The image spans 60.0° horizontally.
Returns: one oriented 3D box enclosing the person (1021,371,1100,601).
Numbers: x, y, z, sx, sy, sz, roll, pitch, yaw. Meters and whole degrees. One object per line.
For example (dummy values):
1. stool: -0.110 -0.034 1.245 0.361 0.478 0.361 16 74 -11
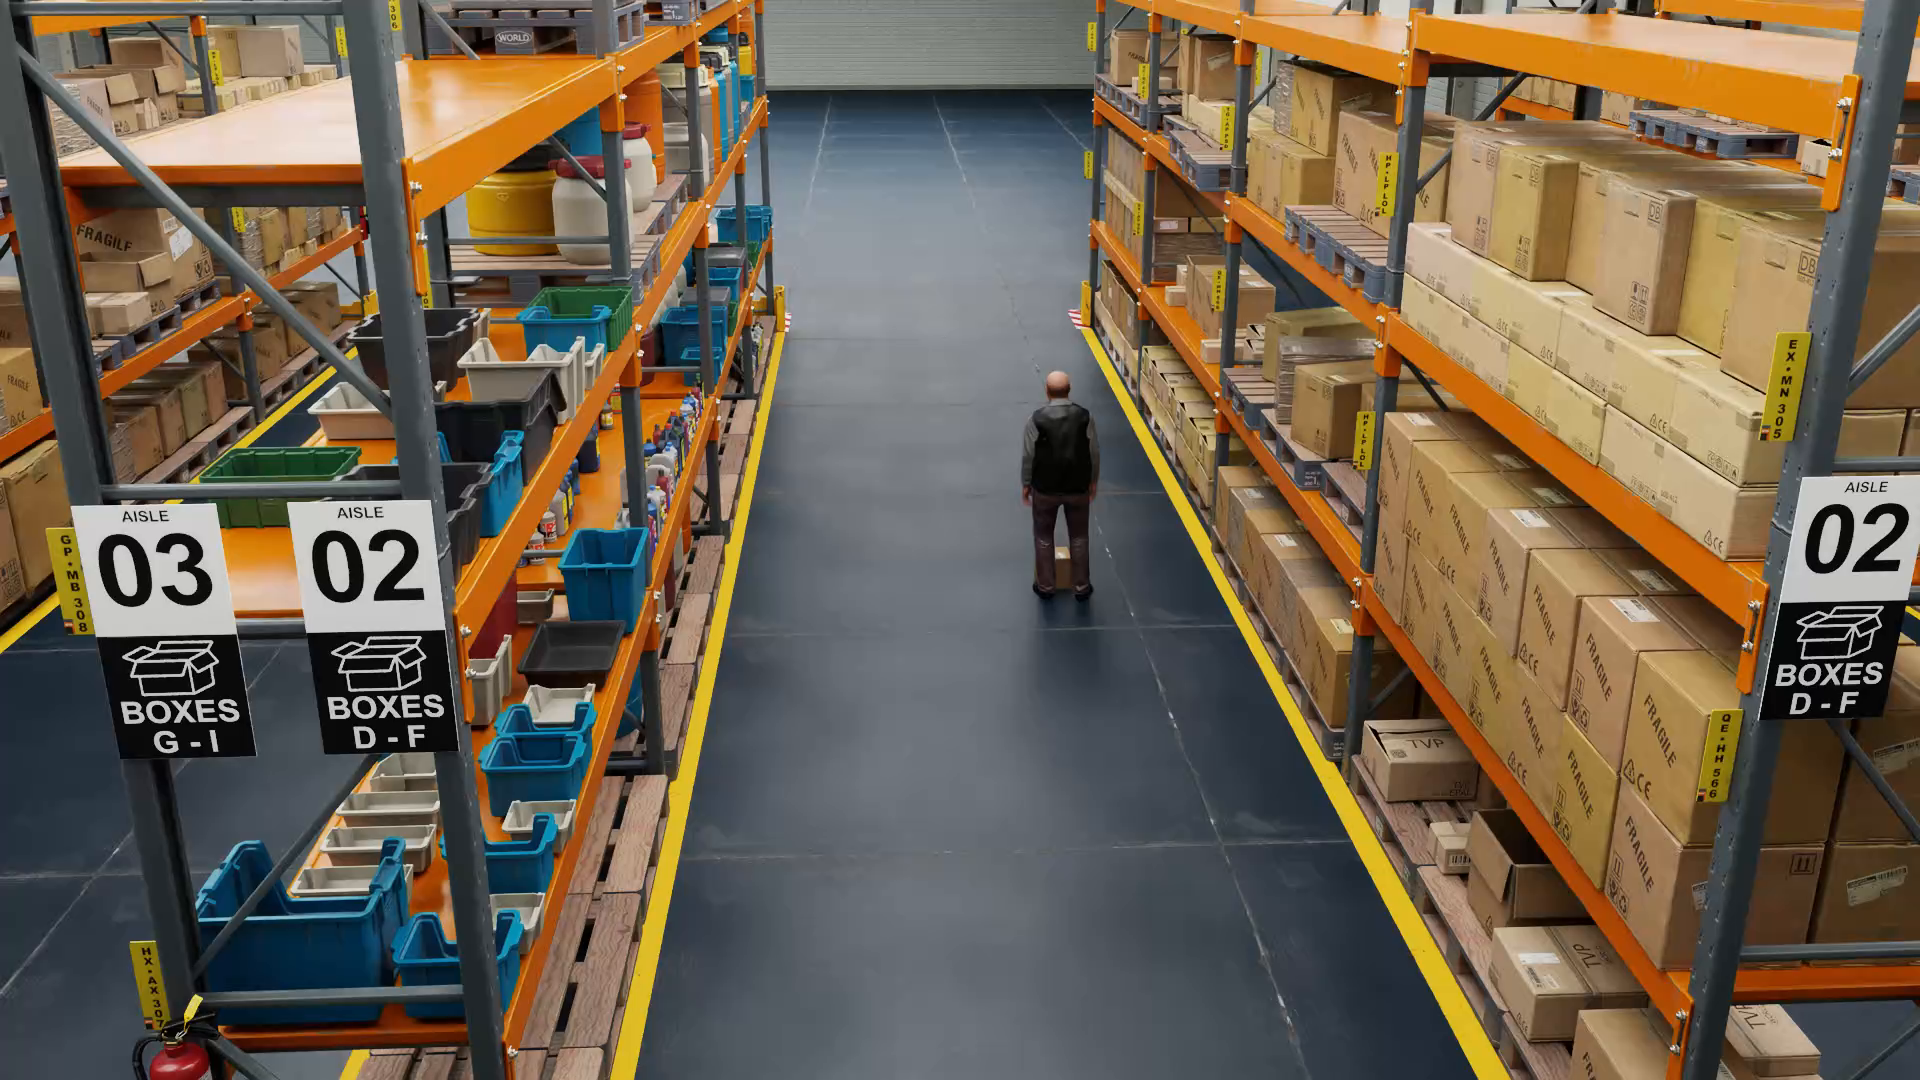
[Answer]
1. person: 0.727 -0.384 12.155 0.581 1.719 0.475 -2 20 -6
